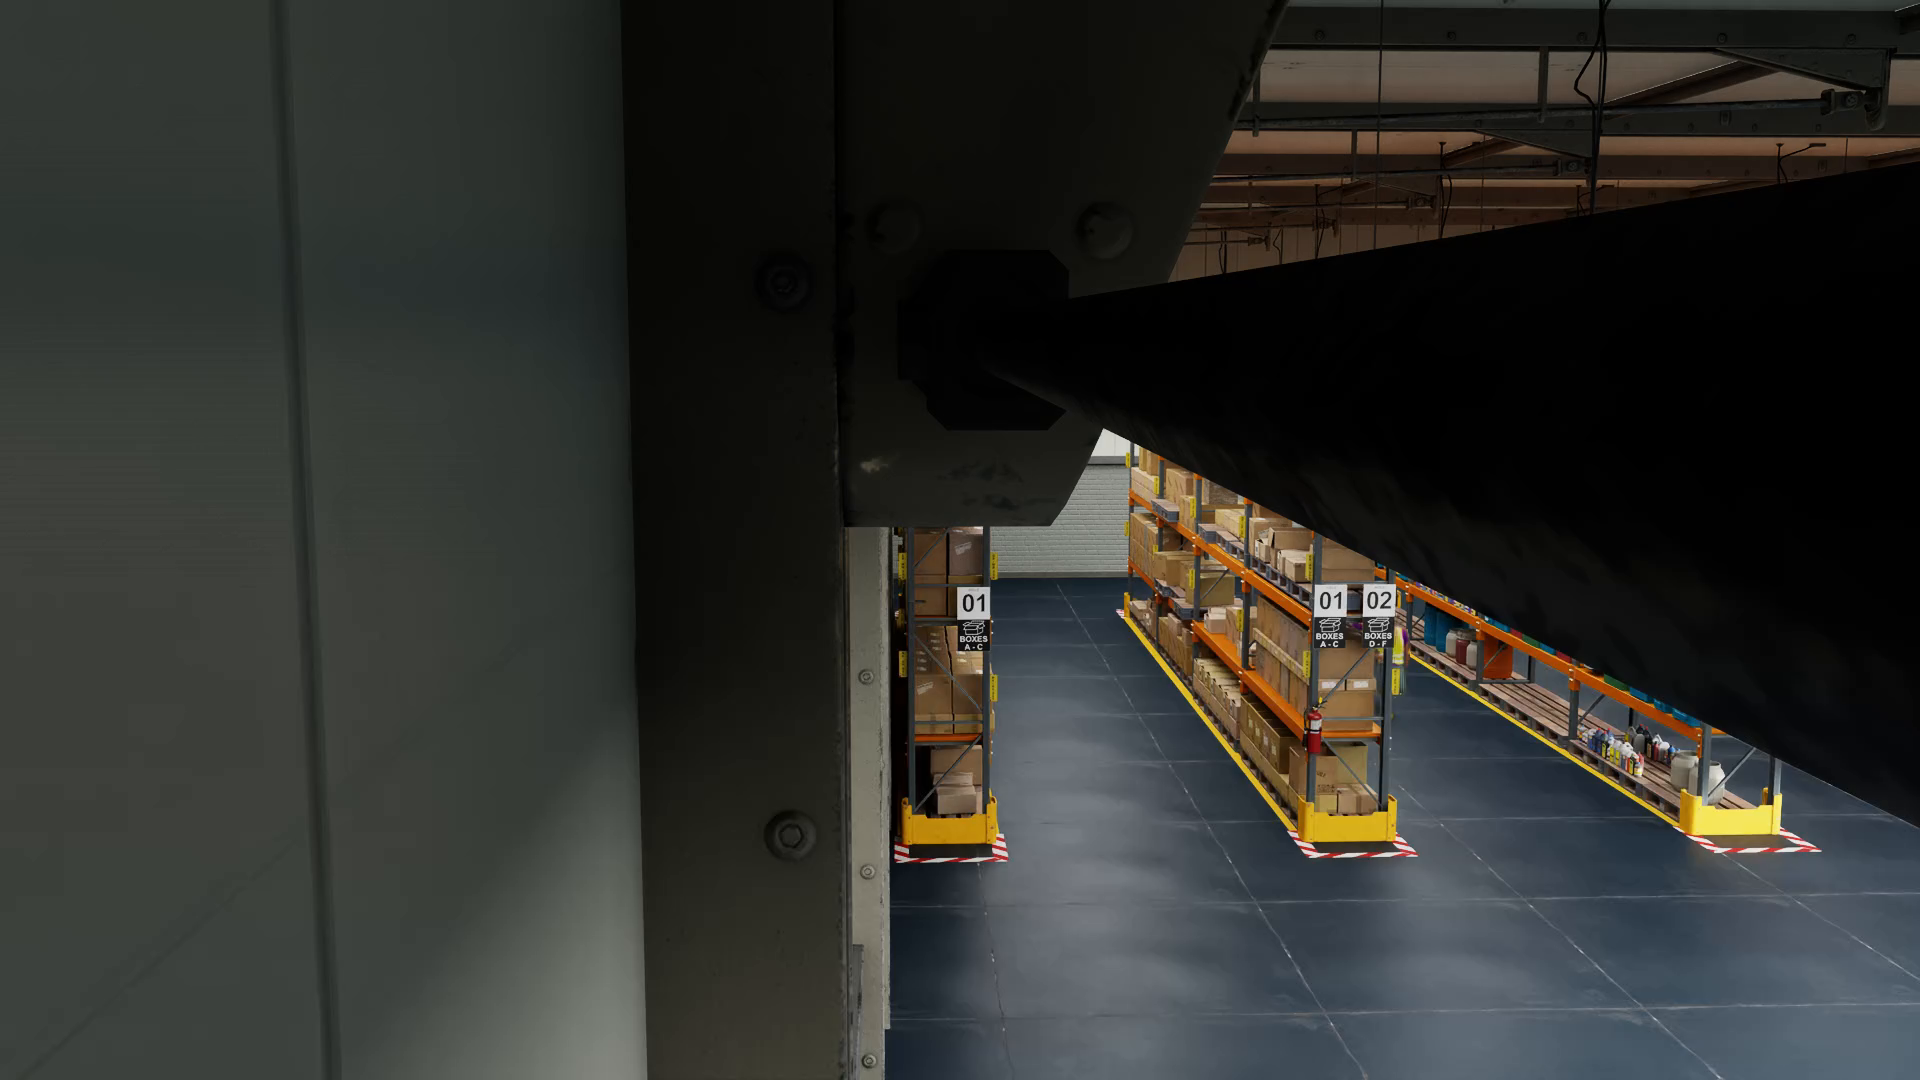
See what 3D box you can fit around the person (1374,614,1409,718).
[{"bbox_3d":[6.999,2.019,27.130,0.715,1.722,0.613,-1,7,-11],"label":"person"}]
